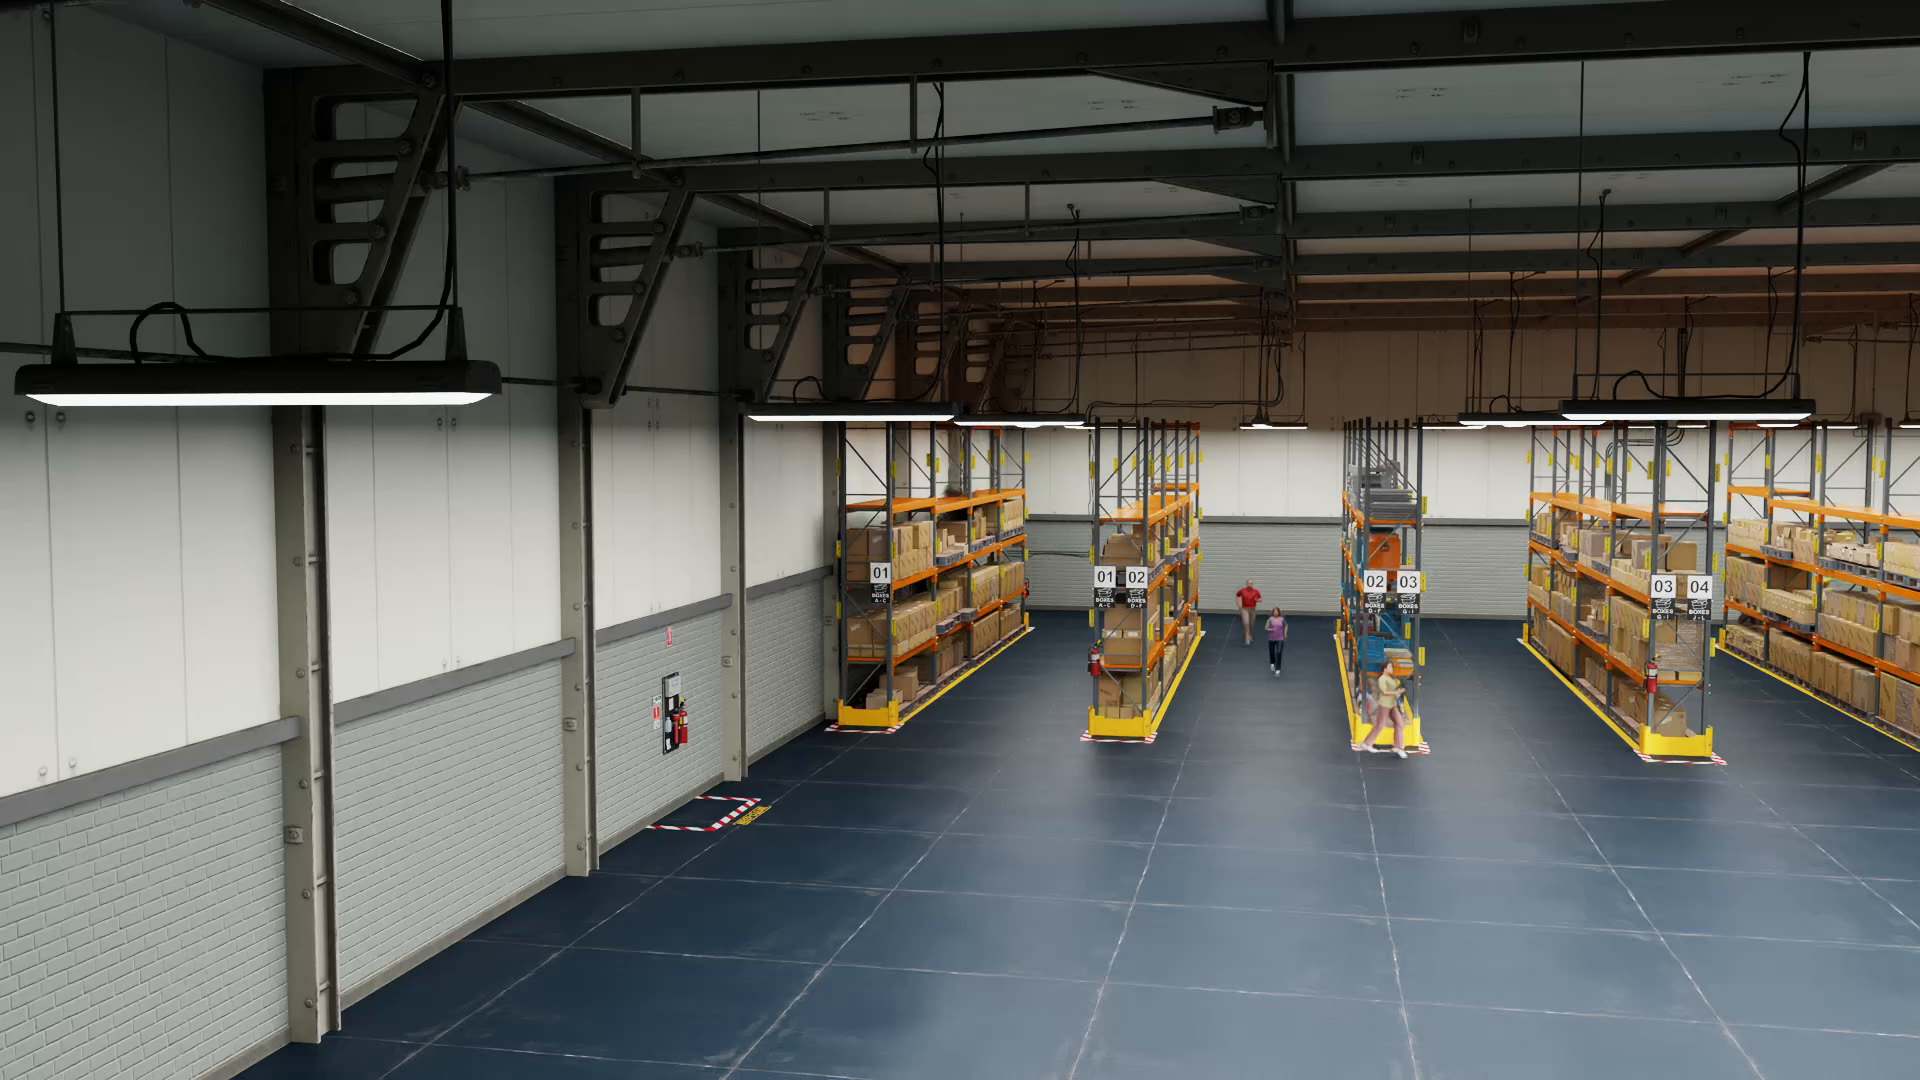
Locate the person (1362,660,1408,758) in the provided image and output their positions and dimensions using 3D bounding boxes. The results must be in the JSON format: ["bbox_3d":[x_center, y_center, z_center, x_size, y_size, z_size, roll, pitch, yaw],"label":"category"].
[{"bbox_3d":[7.509,2.975,29.320,0.778,1.719,0.550,3,5,35],"label":"person"}]

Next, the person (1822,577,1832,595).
[{"bbox_3d":[23.325,1.915,44.895,0.848,1.812,0.680,1,4,17],"label":"person"}]

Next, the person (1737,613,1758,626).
[{"bbox_3d":[21.426,1.959,45.211,0.693,1.729,0.743,-2,4,-33],"label":"person"}]

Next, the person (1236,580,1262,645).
[{"bbox_3d":[7.766,1.924,44.641,0.656,1.725,1.048,0,4,-4],"label":"person"}]

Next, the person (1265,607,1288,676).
[{"bbox_3d":[7.438,2.368,39.126,0.537,1.583,0.892,1,4,11],"label":"person"}]
